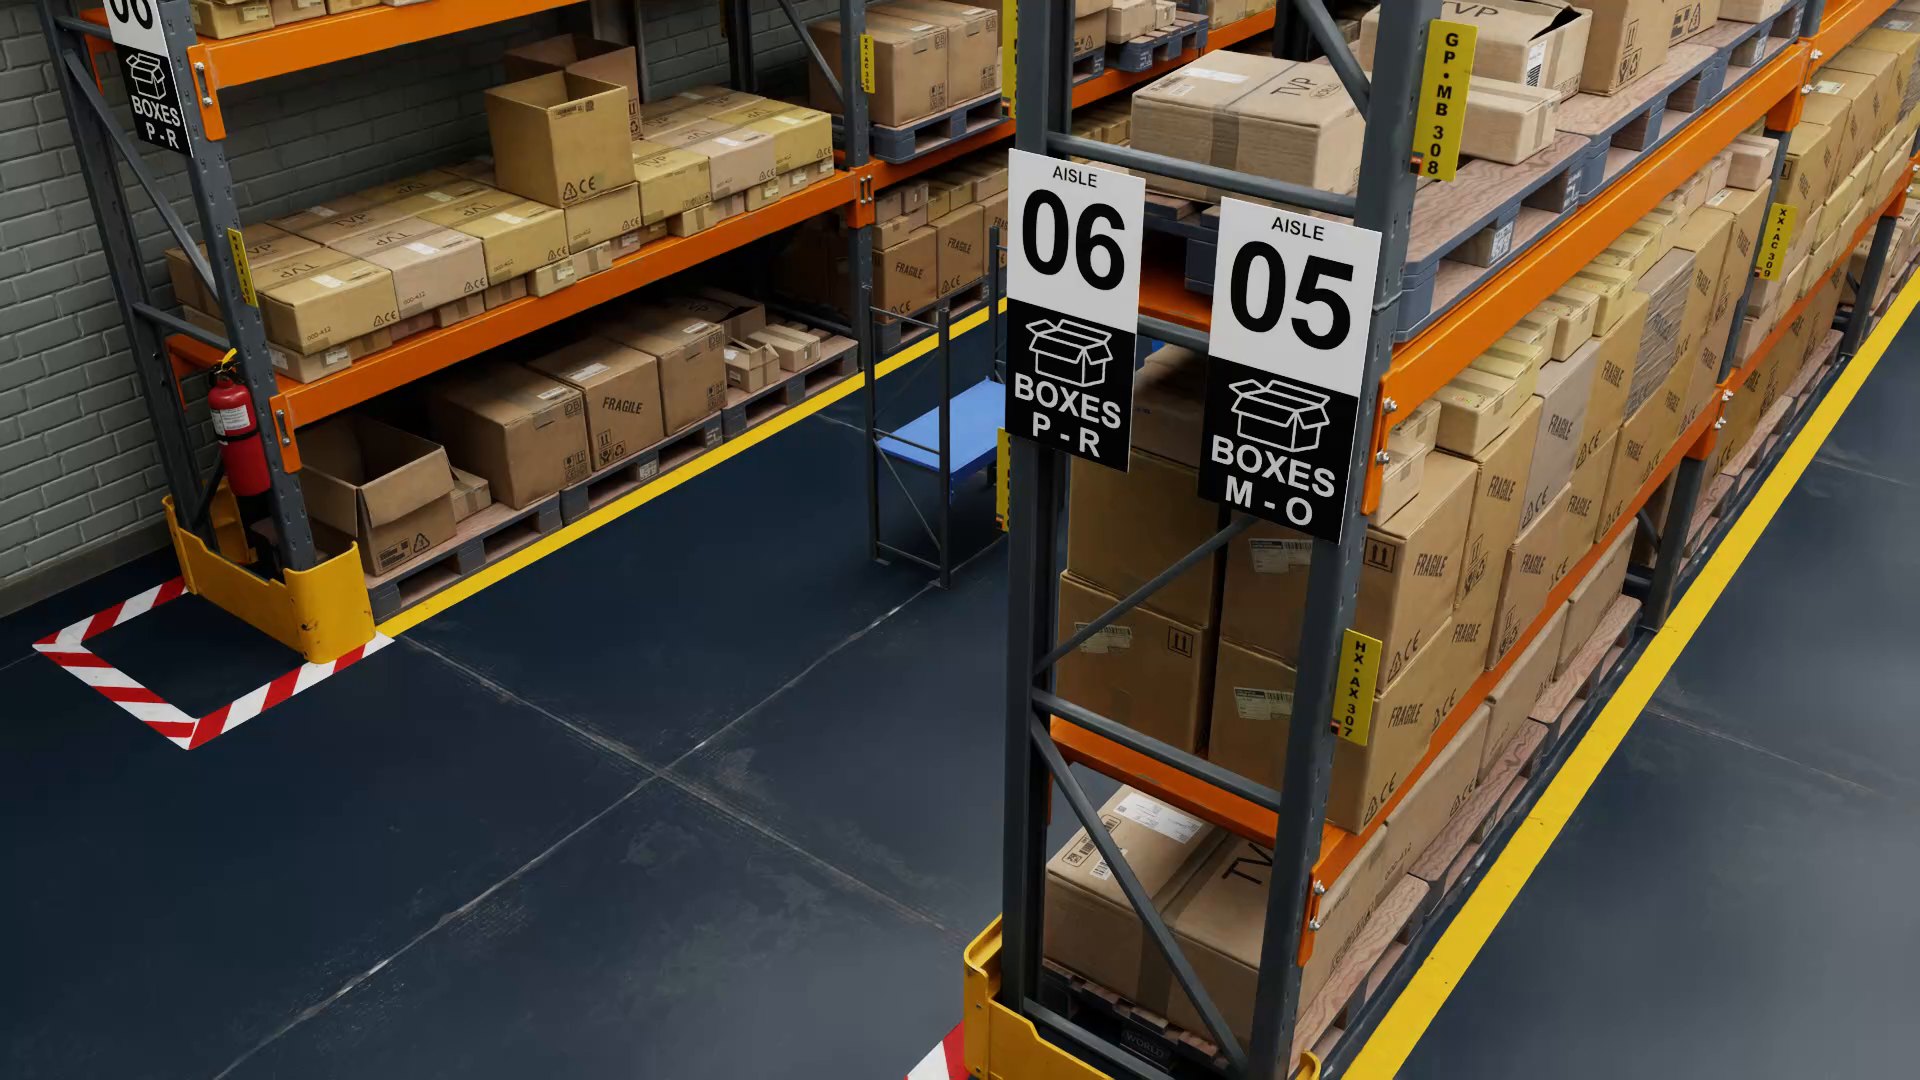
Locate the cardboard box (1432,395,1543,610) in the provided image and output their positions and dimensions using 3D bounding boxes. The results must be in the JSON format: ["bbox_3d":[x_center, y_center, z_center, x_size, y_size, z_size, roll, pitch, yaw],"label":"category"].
[{"bbox_3d":[1.394,-0.181,5.035,0.500,0.500,0.500,20,36,30],"label":"cardboard box"}]

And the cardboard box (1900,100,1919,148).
[{"bbox_3d":[5.310,-2.516,9.709,0.500,0.250,0.500,21,37,31],"label":"cardboard box"}]

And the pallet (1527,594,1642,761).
[{"bbox_3d":[2.464,0.470,7.749,1.003,0.211,1.213,21,37,31],"label":"pallet"}]

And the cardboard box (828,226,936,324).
[{"bbox_3d":[-0.503,-1.773,10.839,0.500,0.500,0.500,23,38,33],"label":"cardboard box"}]

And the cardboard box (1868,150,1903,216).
[{"bbox_3d":[5.005,-2.078,9.461,0.500,0.250,0.500,22,37,32],"label":"cardboard box"}]

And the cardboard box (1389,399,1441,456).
[{"bbox_3d":[1.107,-0.328,4.647,0.380,0.149,0.250,22,37,32],"label":"cardboard box"}]

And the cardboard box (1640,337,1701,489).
[{"bbox_3d":[2.603,-0.579,6.687,0.500,0.500,0.500,20,36,30],"label":"cardboard box"}]

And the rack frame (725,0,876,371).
[{"bbox_3d":[-0.975,-2.540,10.094,1.000,3.000,0.127,21,37,31],"label":"rack frame"}]

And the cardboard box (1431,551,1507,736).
[{"bbox_3d":[1.372,0.248,5.292,0.500,0.500,0.500,21,36,31],"label":"cardboard box"}]

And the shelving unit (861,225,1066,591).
[{"bbox_3d":[0.052,-0.680,8.426,0.538,1.500,1.048,21,37,31],"label":"shelving unit"}]

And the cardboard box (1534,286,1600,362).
[{"bbox_3d":[1.800,-0.722,5.312,0.380,0.149,0.250,21,37,32],"label":"cardboard box"}]

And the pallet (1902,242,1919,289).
[{"bbox_3d":[6.609,-2.251,12.342,1.003,0.211,1.213,21,37,31],"label":"pallet"}]

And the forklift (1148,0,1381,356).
[{"bbox_3d":[2.587,-2.390,9.908,3.031,2.935,1.130,-23,38,-33],"label":"forklift"}]

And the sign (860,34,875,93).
[{"bbox_3d":[-0.537,-2.749,9.597,0.100,0.325,0.005,21,37,31],"label":"sign"}]

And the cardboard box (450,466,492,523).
[{"bbox_3d":[-2.657,-0.249,8.612,0.380,0.149,0.250,20,36,29],"label":"cardboard box"}]

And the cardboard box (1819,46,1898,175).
[{"bbox_3d":[4.377,-2.208,8.455,0.500,0.500,0.500,20,36,31],"label":"cardboard box"}]

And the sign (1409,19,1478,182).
[{"bbox_3d":[1.009,-0.916,3.476,0.100,0.325,0.005,21,37,31],"label":"sign"}]

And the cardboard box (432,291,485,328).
[{"bbox_3d":[-2.523,-1.175,8.036,0.380,0.149,0.250,22,37,33],"label":"cardboard box"}]

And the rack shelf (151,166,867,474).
[{"bbox_3d":[-2.182,-1.418,8.906,1.077,0.370,4.000,21,37,31],"label":"rack shelf"}]

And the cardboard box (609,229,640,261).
[{"bbox_3d":[-1.911,-1.603,8.759,0.380,0.149,0.250,21,37,31],"label":"cardboard box"}]

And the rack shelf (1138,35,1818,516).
[{"bbox_3d":[1.778,-1.182,5.566,1.077,0.370,4.000,21,37,31],"label":"rack shelf"}]

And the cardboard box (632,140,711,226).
[{"bbox_3d":[-1.690,-1.915,8.894,0.500,0.250,0.500,21,36,31],"label":"cardboard box"}]

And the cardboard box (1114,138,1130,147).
[{"bbox_3d":[1.046,-2.833,12.629,0.500,0.500,0.500,21,36,31],"label":"cardboard box"}]

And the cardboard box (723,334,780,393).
[{"bbox_3d":[-1.292,-1.083,9.905,0.396,0.266,0.258,23,37,33],"label":"cardboard box"}]

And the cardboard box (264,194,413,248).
[{"bbox_3d":[-3.011,-1.456,8.120,0.500,0.250,0.500,21,37,31],"label":"cardboard box"}]

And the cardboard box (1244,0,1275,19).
[{"bbox_3d":[2.210,-4.410,13.396,0.500,0.250,0.500,20,36,30],"label":"cardboard box"}]

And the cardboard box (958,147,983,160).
[{"bbox_3d":[-0.058,-2.796,11.929,0.380,0.149,0.250,20,36,29],"label":"cardboard box"}]

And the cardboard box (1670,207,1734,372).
[{"bbox_3d":[2.608,-1.007,6.428,0.500,0.500,0.500,21,36,31],"label":"cardboard box"}]

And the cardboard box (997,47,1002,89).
[{"bbox_3d":[0.170,-3.110,10.775,0.396,0.266,0.258,23,38,34],"label":"cardboard box"}]

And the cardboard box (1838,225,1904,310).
[{"bbox_3d":[5.749,-1.917,11.208,0.950,0.372,0.625,18,35,28],"label":"cardboard box"}]

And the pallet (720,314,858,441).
[{"bbox_3d":[-1.390,-1.062,10.335,1.003,0.211,1.213,21,37,31],"label":"pallet"}]

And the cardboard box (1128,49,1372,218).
[{"bbox_3d":[0.770,-1.049,4.272,0.500,0.250,0.500,18,35,27],"label":"cardboard box"}]

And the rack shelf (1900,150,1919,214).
[{"bbox_3d":[6.607,-3.144,11.818,1.077,0.370,4.000,21,37,31],"label":"rack shelf"}]

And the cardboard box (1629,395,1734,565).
[{"bbox_3d":[3.295,-0.558,8.421,0.875,0.875,0.875,22,37,33],"label":"cardboard box"}]

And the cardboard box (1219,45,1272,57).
[{"bbox_3d":[2.216,-3.843,14.209,0.875,0.625,0.625,22,37,33],"label":"cardboard box"}]

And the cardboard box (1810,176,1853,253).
[{"bbox_3d":[4.094,-1.674,8.290,0.500,0.250,0.500,22,37,32],"label":"cardboard box"}]

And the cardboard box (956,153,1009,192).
[{"bbox_3d":[0.192,-2.539,11.495,0.380,0.149,0.250,23,37,33],"label":"cardboard box"}]

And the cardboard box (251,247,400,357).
[{"bbox_3d":[-2.901,-1.079,7.485,0.500,0.250,0.500,21,37,32],"label":"cardboard box"}]

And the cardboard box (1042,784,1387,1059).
[{"bbox_3d":[0.889,1.234,5.827,0.875,0.438,0.875,20,36,30],"label":"cardboard box"}]

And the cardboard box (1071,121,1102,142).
[{"bbox_3d":[0.814,-2.965,12.214,0.380,0.149,0.250,22,37,33],"label":"cardboard box"}]

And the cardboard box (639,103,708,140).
[{"bbox_3d":[-1.786,-2.280,9.510,0.500,0.250,0.500,21,36,31],"label":"cardboard box"}]

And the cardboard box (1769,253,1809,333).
[{"bbox_3d":[3.772,-1.258,8.078,0.500,0.250,0.500,20,36,30],"label":"cardboard box"}]

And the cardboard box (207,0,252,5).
[{"bbox_3d":[-2.903,-2.365,6.711,0.500,0.250,0.500,21,36,31],"label":"cardboard box"}]

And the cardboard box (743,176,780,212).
[{"bbox_3d":[-1.243,-1.999,9.428,0.380,0.149,0.250,22,37,32],"label":"cardboard box"}]

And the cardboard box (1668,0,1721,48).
[{"bbox_3d":[2.197,-2.015,5.654,0.797,0.503,0.637,24,38,35],"label":"cardboard box"}]

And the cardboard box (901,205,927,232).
[{"bbox_3d":[-0.440,-2.125,10.797,0.380,0.149,0.250,20,36,30],"label":"cardboard box"}]

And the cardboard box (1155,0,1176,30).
[{"bbox_3d":[1.349,-3.854,12.145,0.380,0.149,0.250,22,37,32],"label":"cardboard box"}]

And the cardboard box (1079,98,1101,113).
[{"bbox_3d":[0.877,-3.434,13.007,0.380,0.149,0.250,23,38,34],"label":"cardboard box"}]

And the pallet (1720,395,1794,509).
[{"bbox_3d":[4.127,-0.650,9.639,1.003,0.211,1.213,21,37,31],"label":"pallet"}]

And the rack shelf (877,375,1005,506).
[{"bbox_3d":[0.052,-0.525,8.518,0.538,0.185,1.000,21,37,31],"label":"rack shelf"}]

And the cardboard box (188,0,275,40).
[{"bbox_3d":[-3.011,-2.155,6.748,0.380,0.149,0.250,22,37,32],"label":"cardboard box"}]

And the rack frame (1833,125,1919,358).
[{"bbox_3d":[5.400,-2.640,10.263,1.000,3.000,0.127,21,37,31],"label":"rack frame"}]

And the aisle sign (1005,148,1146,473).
[{"bbox_3d":[0.280,-0.573,4.225,0.394,0.787,0.004,21,37,31],"label":"aisle sign"}]

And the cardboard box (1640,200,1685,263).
[{"bbox_3d":[2.388,-1.150,6.033,0.380,0.149,0.250,21,36,31],"label":"cardboard box"}]

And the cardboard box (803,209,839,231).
[{"bbox_3d":[-0.982,-2.163,10.861,0.380,0.149,0.250,20,36,29],"label":"cardboard box"}]

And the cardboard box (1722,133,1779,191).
[{"bbox_3d":[3.053,-1.543,6.697,0.380,0.149,0.250,20,36,30],"label":"cardboard box"}]

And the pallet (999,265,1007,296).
[{"bbox_3d":[0.222,-2.181,12.223,1.003,0.211,1.213,21,37,31],"label":"pallet"}]
